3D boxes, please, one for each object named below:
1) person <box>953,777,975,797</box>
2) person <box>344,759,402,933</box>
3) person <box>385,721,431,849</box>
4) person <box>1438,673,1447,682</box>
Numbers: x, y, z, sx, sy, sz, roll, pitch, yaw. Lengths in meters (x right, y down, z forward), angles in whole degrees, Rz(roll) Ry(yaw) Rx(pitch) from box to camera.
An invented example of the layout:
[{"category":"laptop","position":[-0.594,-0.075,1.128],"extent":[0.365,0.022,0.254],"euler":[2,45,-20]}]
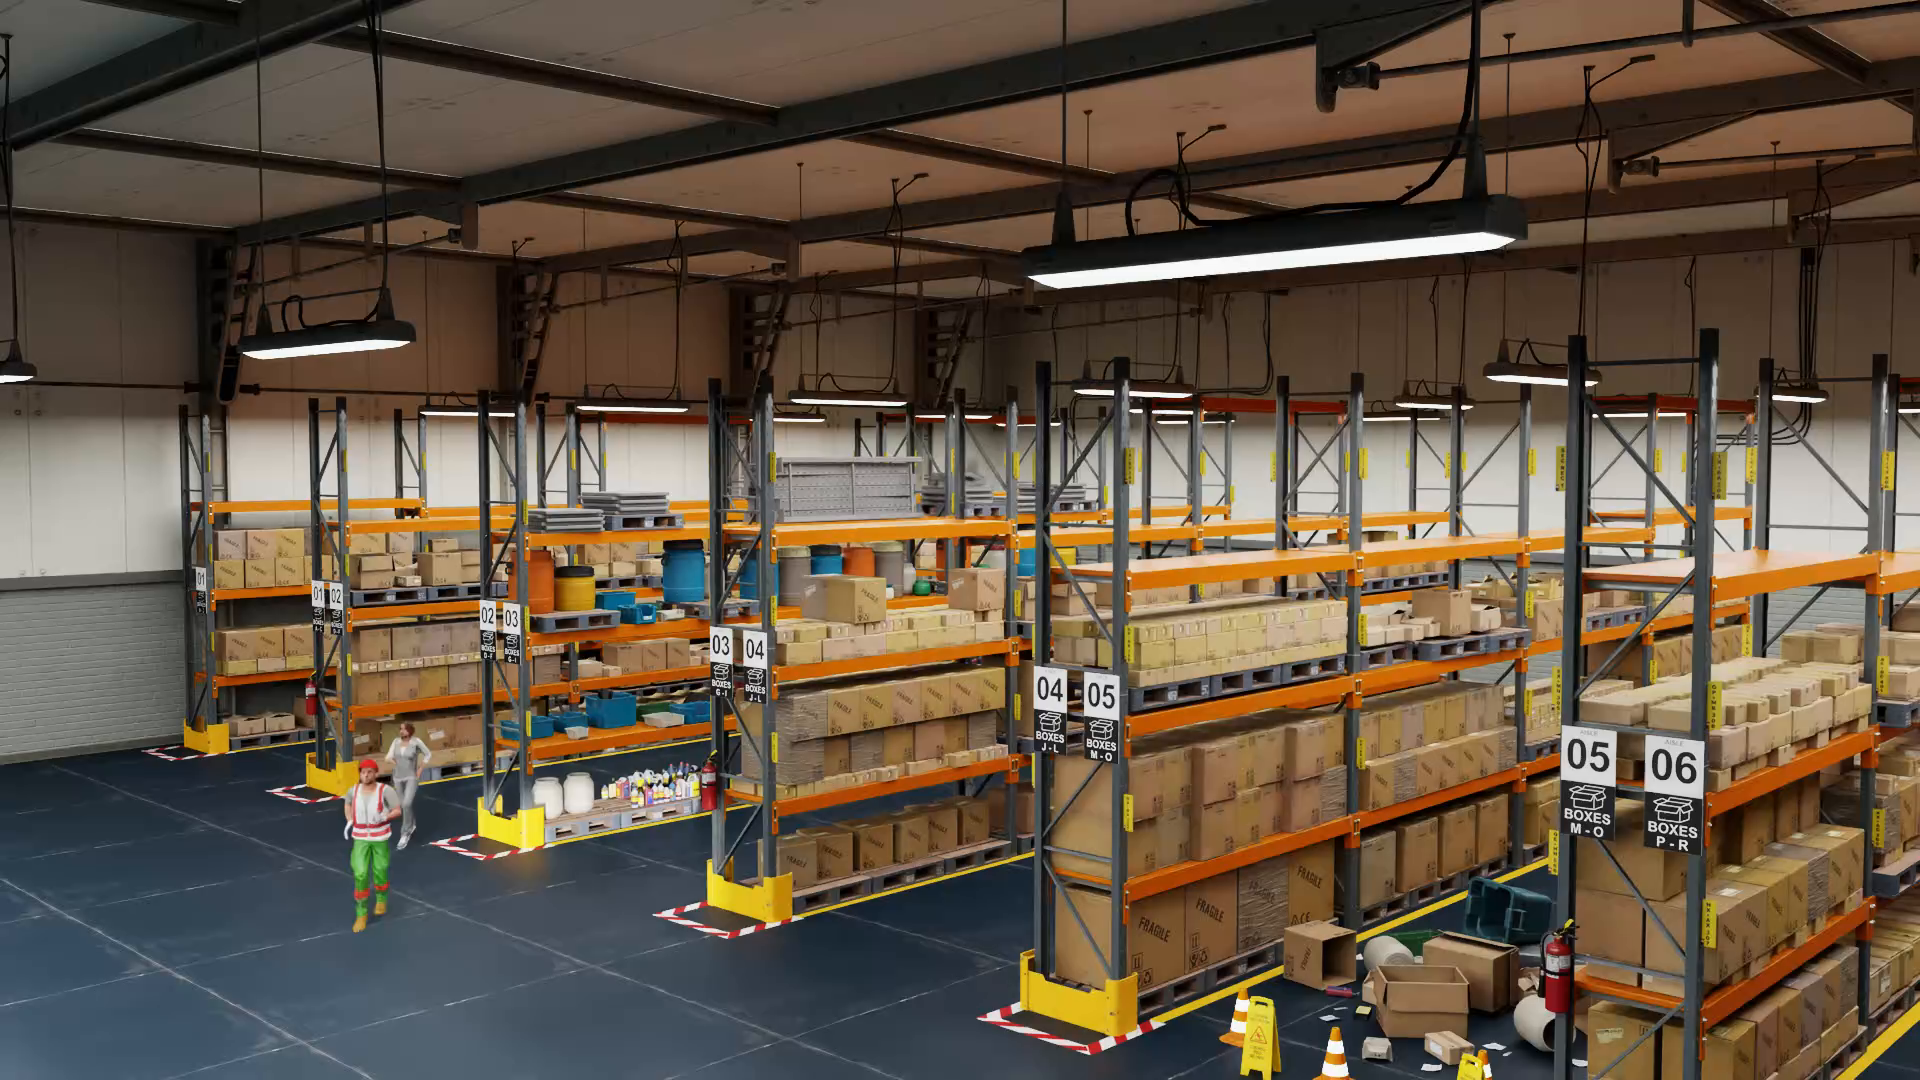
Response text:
[{"category":"person","position":[0.020,2.976,24.402],"extent":[0.667,1.836,0.828],"euler":[2,4,35]},{"category":"person","position":[-6.440,3.305,18.233],"extent":[0.635,1.839,0.770],"euler":[-1,3,-10]},{"category":"person","position":[-7.316,3.196,21.960],"extent":[0.540,1.631,0.702],"euler":[0,3,8]},{"category":"person","position":[7.794,2.921,26.897],"extent":[0.585,1.645,0.644],"euler":[2,4,36]}]
